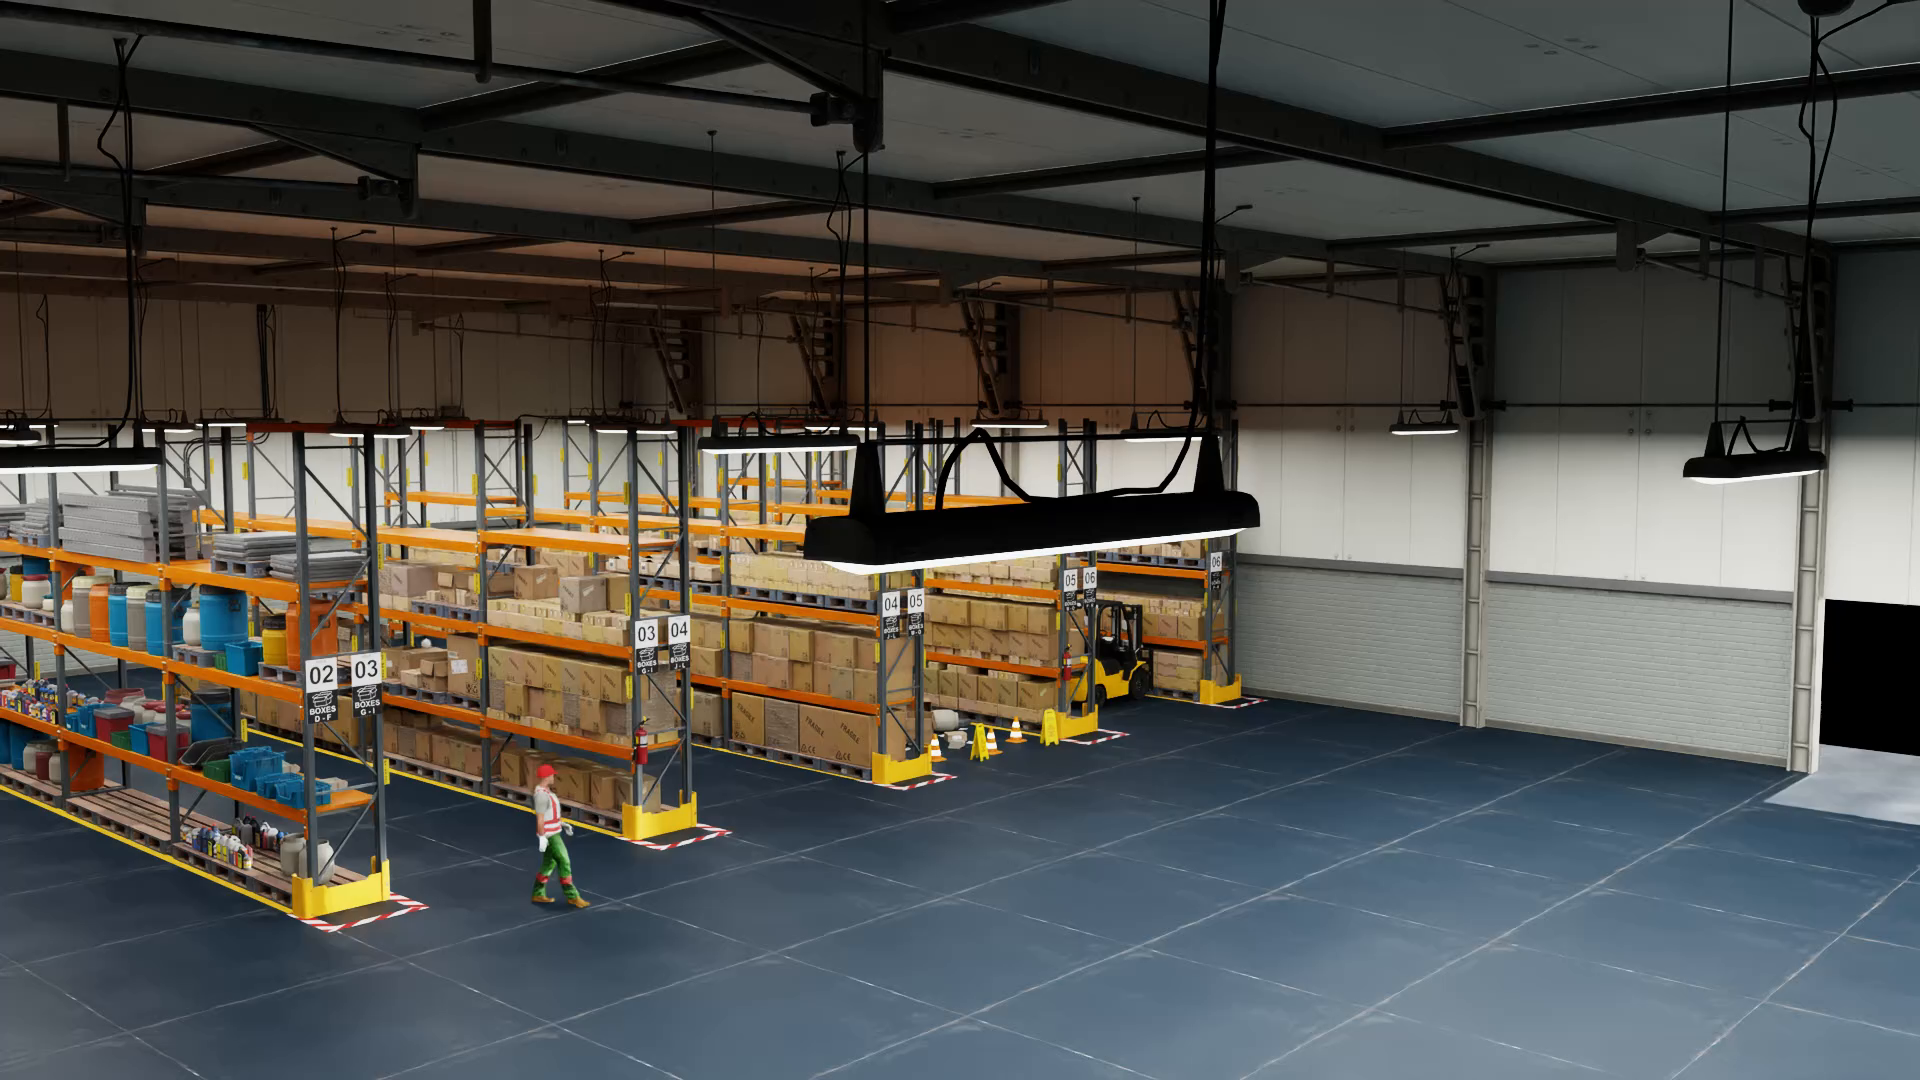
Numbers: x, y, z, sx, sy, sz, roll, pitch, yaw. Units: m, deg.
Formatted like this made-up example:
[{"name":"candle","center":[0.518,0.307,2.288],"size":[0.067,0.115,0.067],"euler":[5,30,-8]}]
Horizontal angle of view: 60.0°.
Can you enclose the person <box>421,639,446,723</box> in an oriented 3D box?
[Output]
[{"name":"person","center":[-10.278,2.801,32.232],"size":[0.568,1.779,0.502],"euler":[-3,5,-28]}]

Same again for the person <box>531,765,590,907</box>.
[{"name":"person","center":[-5.068,3.728,21.047],"size":[0.753,1.792,0.569],"euler":[-1,5,-7]}]
